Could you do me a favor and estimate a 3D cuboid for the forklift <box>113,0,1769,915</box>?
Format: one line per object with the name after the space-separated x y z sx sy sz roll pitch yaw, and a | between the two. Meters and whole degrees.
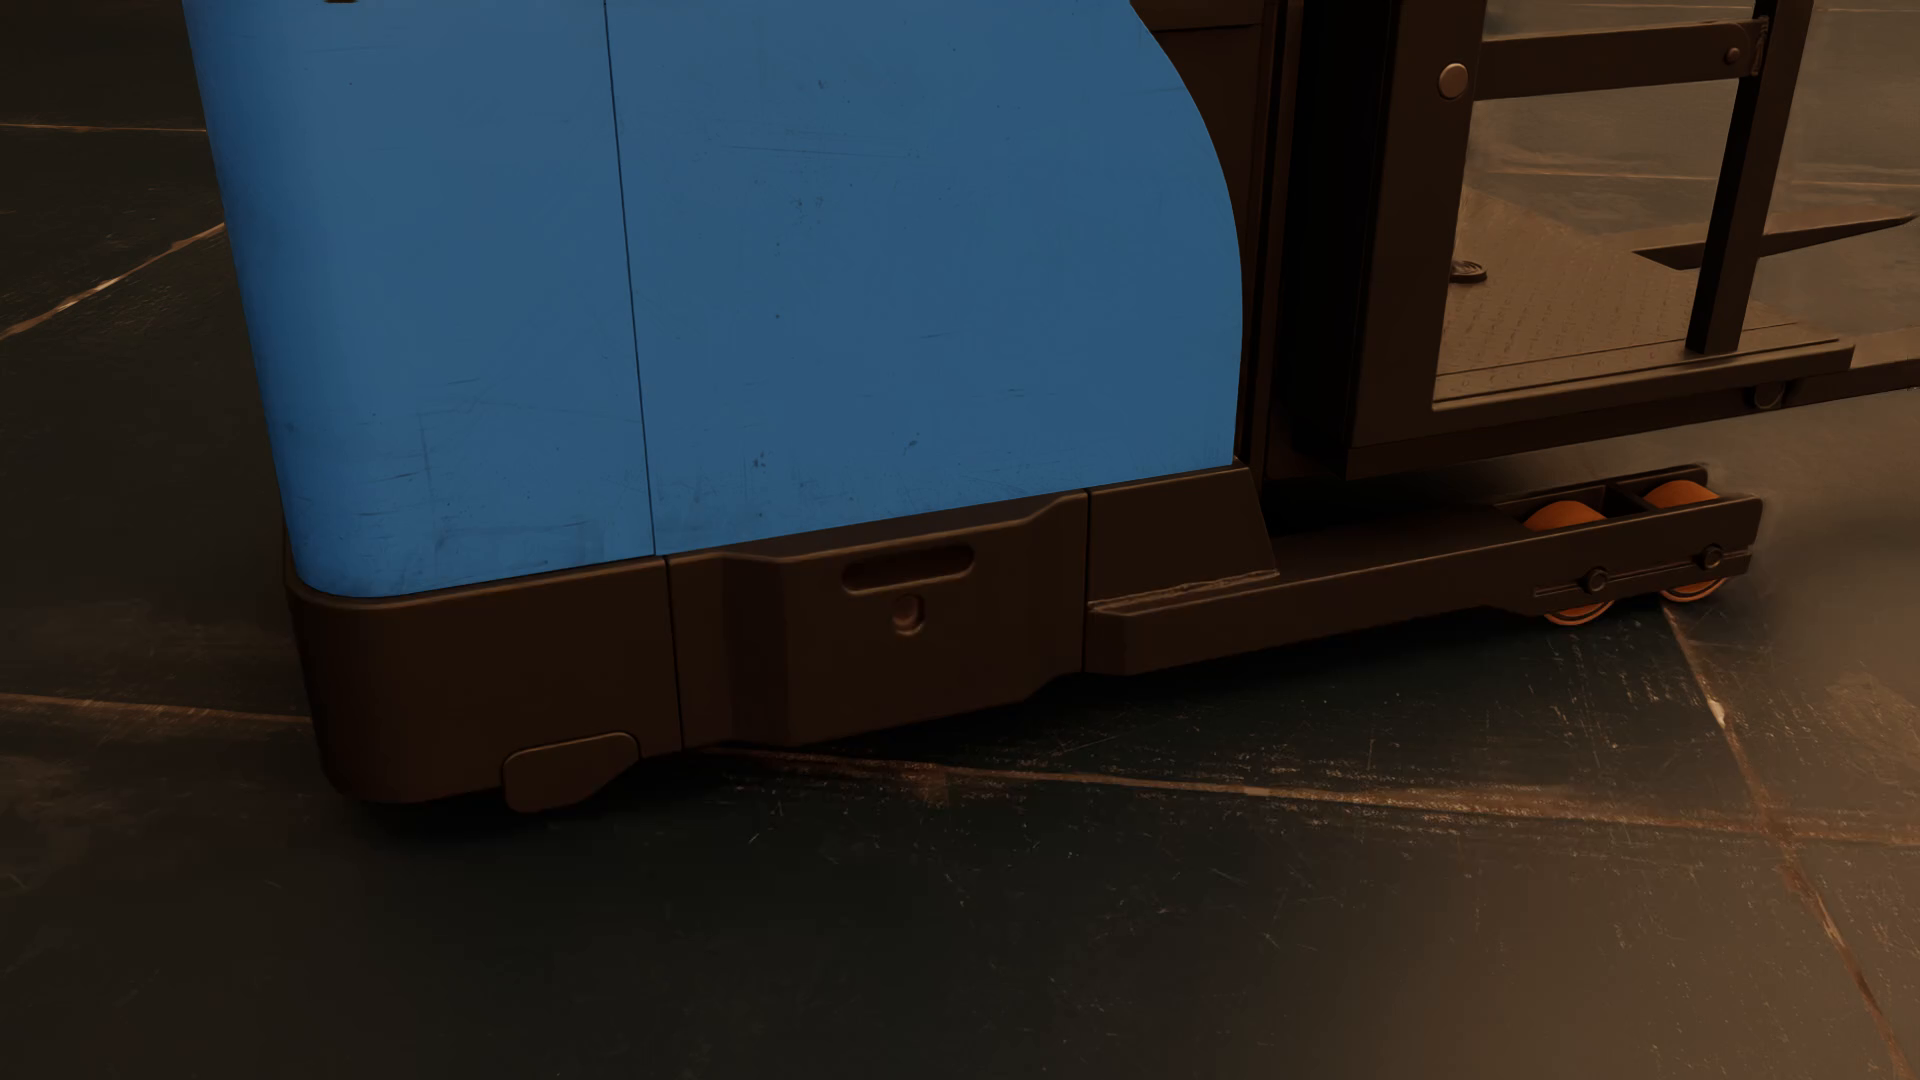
0.425 -1.509 2.241 1.130 2.935 3.031 24 35 39 | forklift
